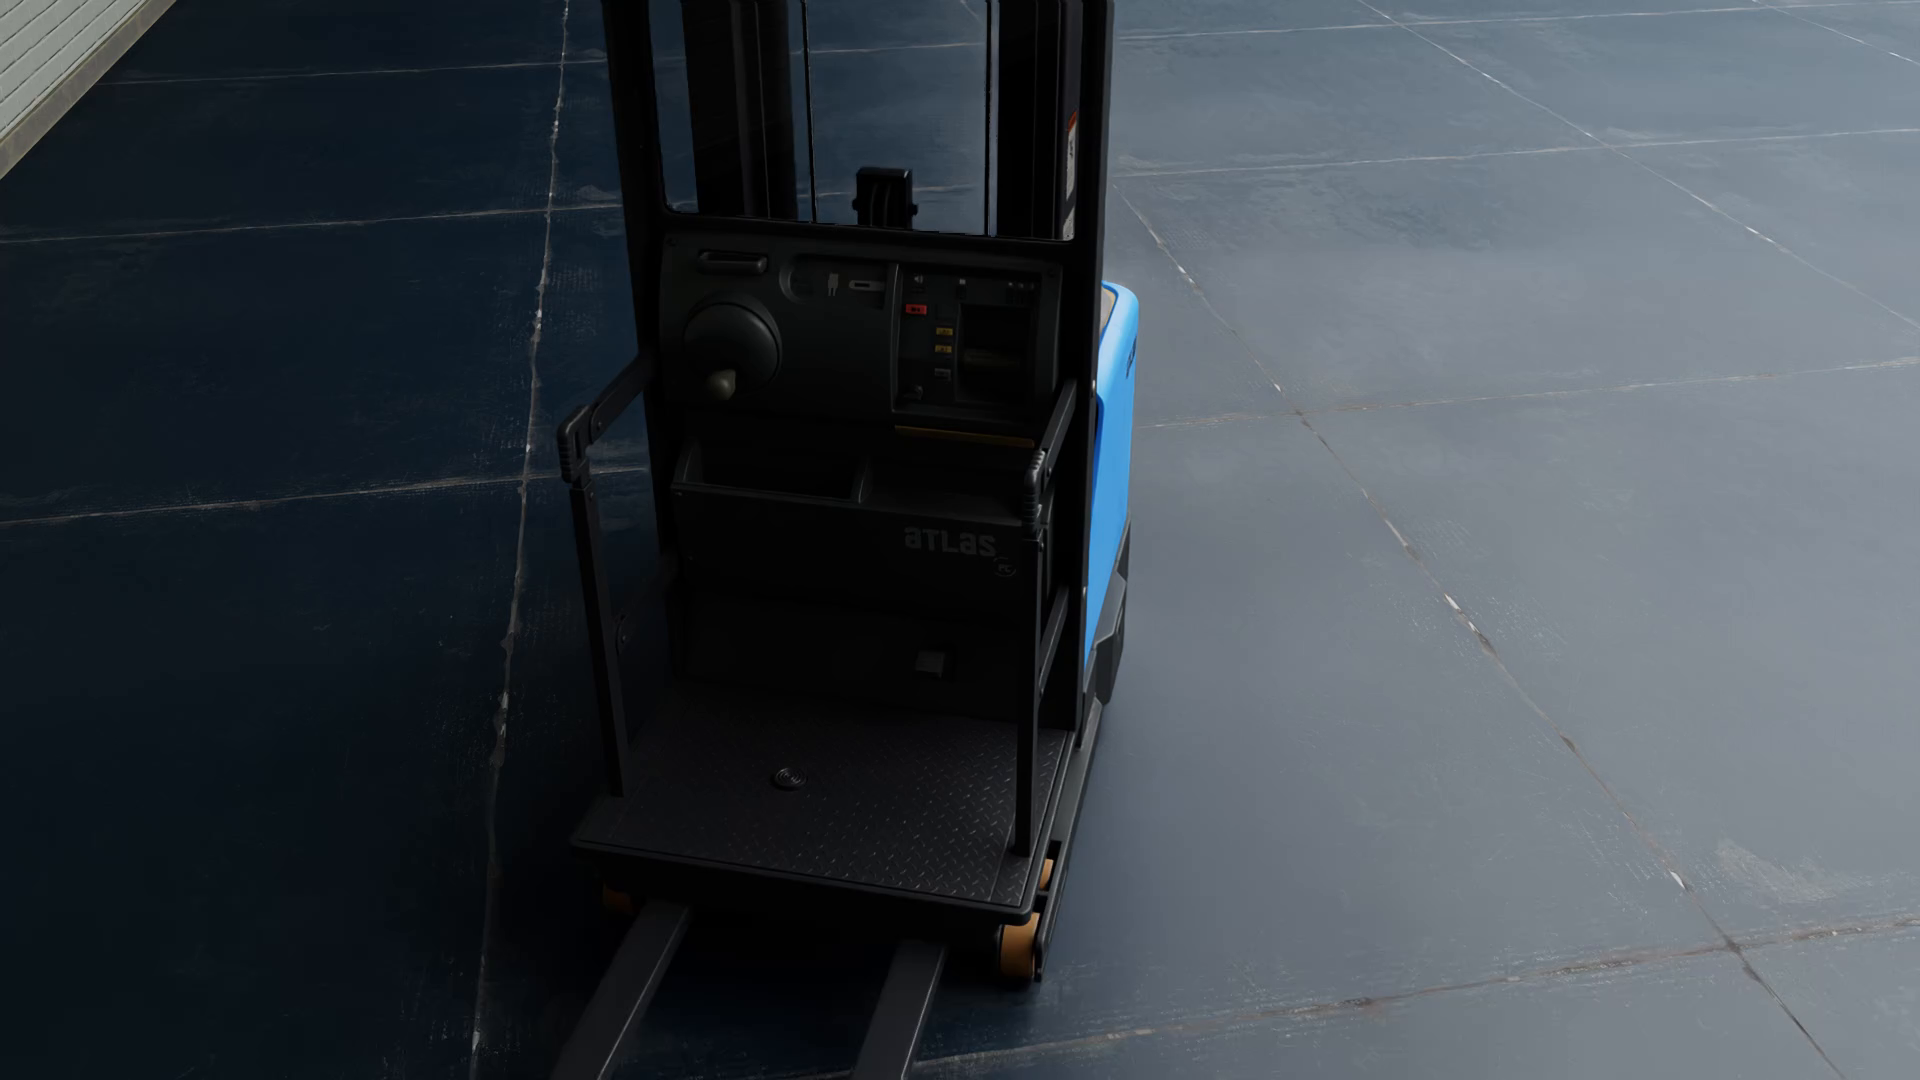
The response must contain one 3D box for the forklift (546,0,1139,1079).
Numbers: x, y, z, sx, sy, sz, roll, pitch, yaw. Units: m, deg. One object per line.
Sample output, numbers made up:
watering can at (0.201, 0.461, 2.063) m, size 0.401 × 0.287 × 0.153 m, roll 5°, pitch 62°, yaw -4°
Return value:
forklift at (-0.278, -0.427, 3.585) m, size 1.130 × 2.935 × 3.031 m, roll 6°, pitch 31°, yaw 11°
